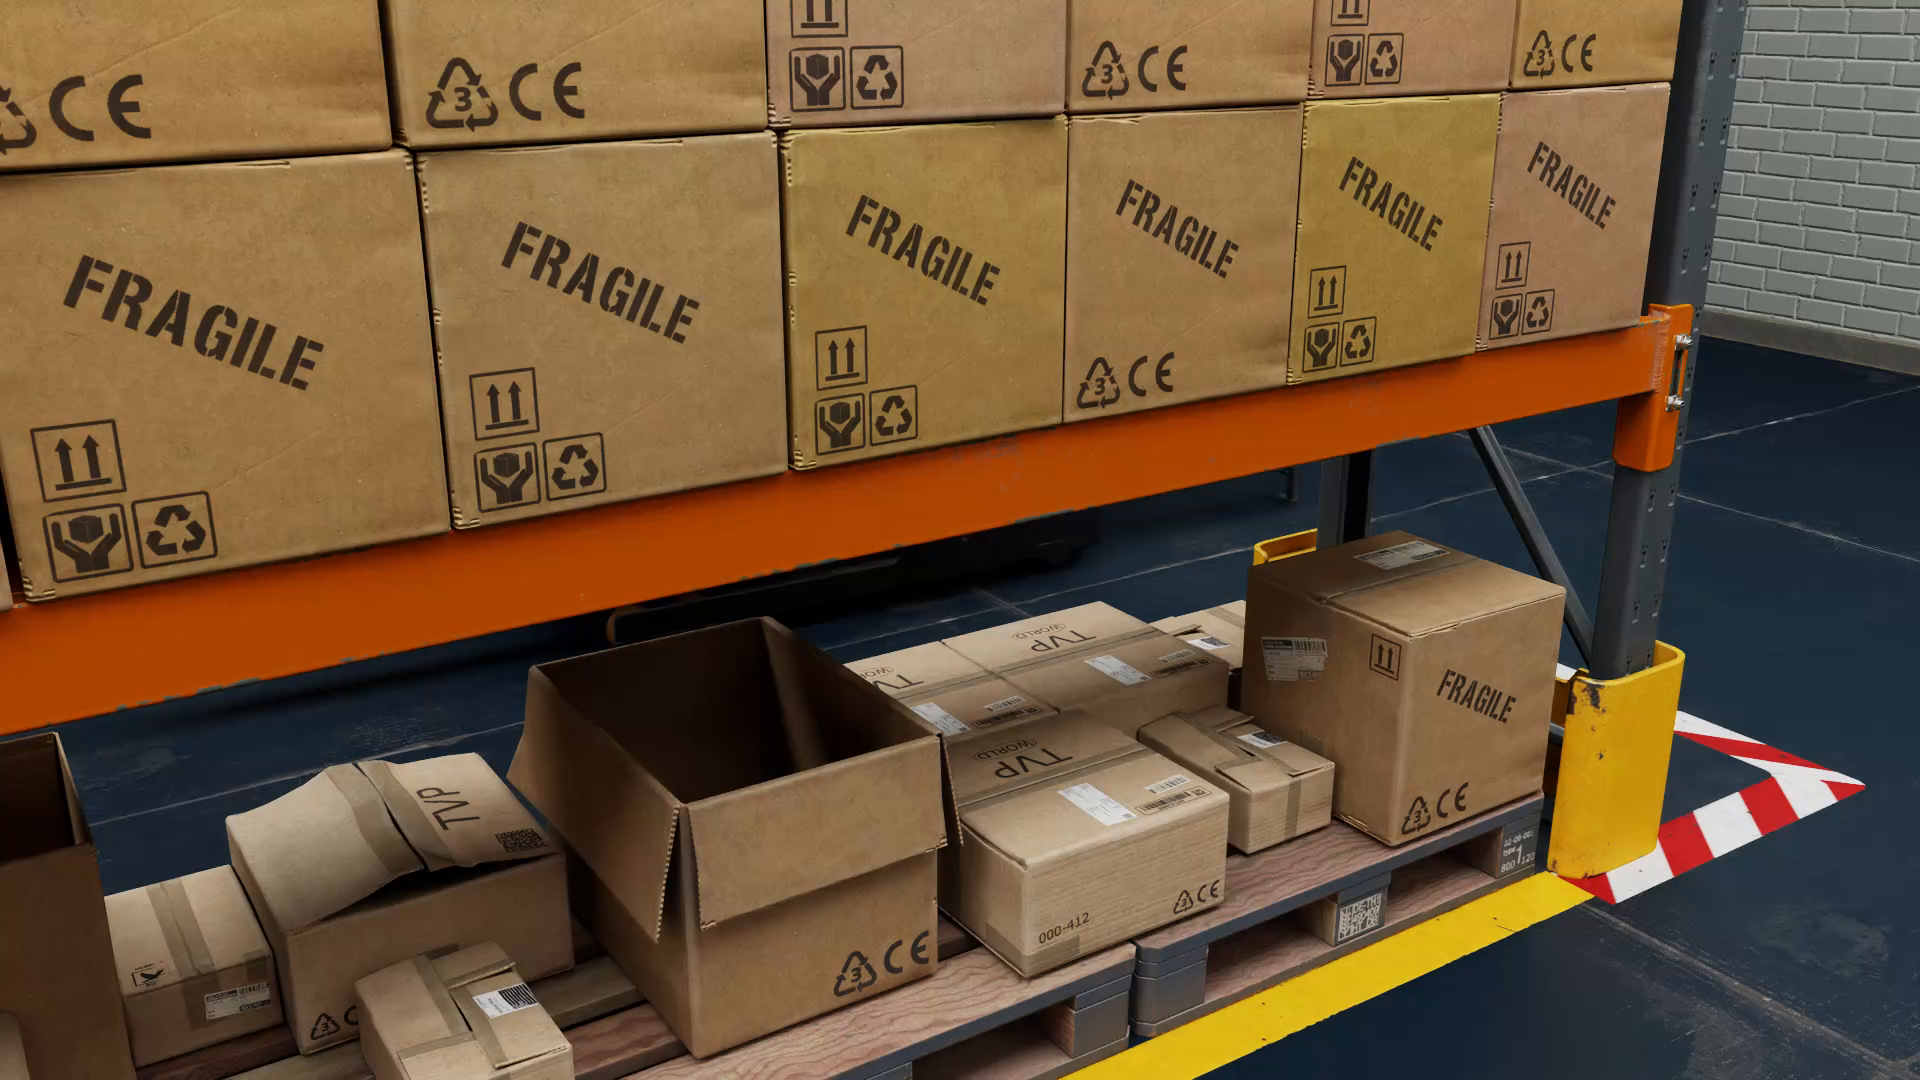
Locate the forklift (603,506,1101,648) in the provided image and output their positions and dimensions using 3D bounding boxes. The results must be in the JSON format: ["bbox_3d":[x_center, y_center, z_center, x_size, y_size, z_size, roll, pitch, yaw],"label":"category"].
[{"bbox_3d":[-1.022,-1.215,5.264,3.031,2.935,1.130,-11,21,-29],"label":"forklift"}]

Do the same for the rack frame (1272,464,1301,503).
[{"bbox_3d":[1.226,-0.932,6.658,0.032,1.500,0.500,-11,21,-29],"label":"rack frame"}]

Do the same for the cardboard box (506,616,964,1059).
[{"bbox_3d":[-0.453,0.528,3.209,0.637,0.503,0.797,-12,22,-31],"label":"cardboard box"}]

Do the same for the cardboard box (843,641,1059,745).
[{"bbox_3d":[-0.124,0.472,3.771,0.500,0.250,0.500,-12,22,-31],"label":"cardboard box"}]

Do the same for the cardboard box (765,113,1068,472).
[{"bbox_3d":[-0.175,-0.446,2.725,0.500,0.500,0.500,-12,22,-32],"label":"cardboard box"}]

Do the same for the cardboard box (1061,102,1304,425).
[{"bbox_3d":[0.246,-0.535,2.987,0.500,0.500,0.500,-12,22,-31],"label":"cardboard box"}]

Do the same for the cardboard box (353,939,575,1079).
[{"bbox_3d":[-0.833,0.849,2.786,0.250,0.166,0.380,-12,22,-31],"label":"cardboard box"}]

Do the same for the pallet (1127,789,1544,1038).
[{"bbox_3d":[0.593,0.657,3.972,1.213,0.211,1.003,-12,22,-31],"label":"pallet"}]

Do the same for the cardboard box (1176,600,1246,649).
[{"bbox_3d":[0.783,0.306,4.421,0.250,0.149,0.380,-12,22,-31],"label":"cardboard box"}]

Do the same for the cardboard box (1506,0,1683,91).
[{"bbox_3d":[1.101,-1.187,3.355,0.500,0.500,0.500,-12,22,-32],"label":"cardboard box"}]

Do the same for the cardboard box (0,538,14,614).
[{"bbox_3d":[-1.444,-0.178,1.931,0.500,0.500,0.500,-11,22,-30],"label":"cardboard box"}]

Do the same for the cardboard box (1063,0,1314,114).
[{"bbox_3d":[0.249,-1.005,2.817,0.500,0.500,0.500,-11,22,-30],"label":"cardboard box"}]

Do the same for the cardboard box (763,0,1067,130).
[{"bbox_3d":[-0.180,-0.915,2.550,0.500,0.500,0.500,-11,22,-30],"label":"cardboard box"}]

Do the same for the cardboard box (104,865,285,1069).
[{"bbox_3d":[-1.419,0.770,3.047,0.250,0.149,0.380,-12,22,-31],"label":"cardboard box"}]

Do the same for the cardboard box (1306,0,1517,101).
[{"bbox_3d":[0.680,-1.098,3.091,0.500,0.500,0.500,-11,22,-30],"label":"cardboard box"}]

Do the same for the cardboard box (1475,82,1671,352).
[{"bbox_3d":[1.097,-0.714,3.516,0.500,0.500,0.500,-11,22,-30],"label":"cardboard box"}]

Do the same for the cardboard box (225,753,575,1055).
[{"bbox_3d":[-1.073,0.644,3.169,0.500,0.311,0.500,-12,22,-31],"label":"cardboard box"}]

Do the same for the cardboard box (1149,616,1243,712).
[{"bbox_3d":[0.574,0.342,4.288,0.250,0.166,0.380,-12,22,-31],"label":"cardboard box"}]

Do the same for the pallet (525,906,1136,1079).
[{"bbox_3d":[-0.425,0.871,3.340,1.213,0.211,1.003,-12,22,-31],"label":"pallet"}]

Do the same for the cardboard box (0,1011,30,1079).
[{"bbox_3d":[-1.550,0.936,2.304,0.500,0.311,0.500,-12,22,-31],"label":"cardboard box"}]

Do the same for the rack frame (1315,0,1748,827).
[{"bbox_3d":[1.322,-0.818,3.981,0.127,3.000,1.000,-12,22,-31],"label":"rack frame"}]

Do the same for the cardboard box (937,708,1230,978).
[{"bbox_3d":[0.193,0.597,3.401,0.500,0.250,0.500,-12,22,-31],"label":"cardboard box"}]

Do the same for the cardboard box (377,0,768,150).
[{"bbox_3d":[-0.611,-0.824,2.280,0.500,0.500,0.500,-13,22,-33],"label":"cardboard box"}]

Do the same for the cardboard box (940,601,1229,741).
[{"bbox_3d":[0.294,0.384,4.031,0.500,0.250,0.500,-12,22,-31],"label":"cardboard box"}]

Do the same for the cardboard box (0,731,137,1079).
[{"bbox_3d":[-1.699,0.686,2.748,0.500,0.500,0.500,-12,22,-31],"label":"cardboard box"}]

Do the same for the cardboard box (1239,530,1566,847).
[{"bbox_3d":[1.003,0.319,3.832,0.500,0.500,0.500,-12,22,-31],"label":"cardboard box"}]

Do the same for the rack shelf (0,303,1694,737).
[{"bbox_3d":[-0.349,-0.125,3.054,4.000,0.370,1.077,-12,22,-31],"label":"rack shelf"}]

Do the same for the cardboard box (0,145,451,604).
[{"bbox_3d":[-1.018,-0.269,2.200,0.500,0.500,0.500,-11,22,-30],"label":"cardboard box"}]

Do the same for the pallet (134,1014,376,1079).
[{"bbox_3d":[-1.445,1.087,2.700,1.213,0.211,1.003,-12,22,-31],"label":"pallet"}]

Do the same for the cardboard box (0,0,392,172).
[{"bbox_3d":[-1.040,-0.733,2.013,0.500,0.500,0.500,-13,22,-33],"label":"cardboard box"}]

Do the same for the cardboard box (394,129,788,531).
[{"bbox_3d":[-0.599,-0.356,2.459,0.500,0.500,0.500,-12,22,-32],"label":"cardboard box"}]

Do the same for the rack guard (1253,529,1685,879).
[{"bbox_3d":[1.258,0.380,4.342,0.348,0.500,1.175,-12,22,-31],"label":"rack guard"}]

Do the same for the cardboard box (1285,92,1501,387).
[{"bbox_3d":[0.666,-0.621,3.243,0.500,0.500,0.500,-12,22,-31],"label":"cardboard box"}]

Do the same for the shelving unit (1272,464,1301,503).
[{"bbox_3d":[0.788,-0.849,6.415,1.048,1.500,0.538,-11,21,-29],"label":"shelving unit"}]

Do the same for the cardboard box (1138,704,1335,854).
[{"bbox_3d":[0.615,0.525,3.746,0.250,0.166,0.380,-12,22,-31],"label":"cardboard box"}]
